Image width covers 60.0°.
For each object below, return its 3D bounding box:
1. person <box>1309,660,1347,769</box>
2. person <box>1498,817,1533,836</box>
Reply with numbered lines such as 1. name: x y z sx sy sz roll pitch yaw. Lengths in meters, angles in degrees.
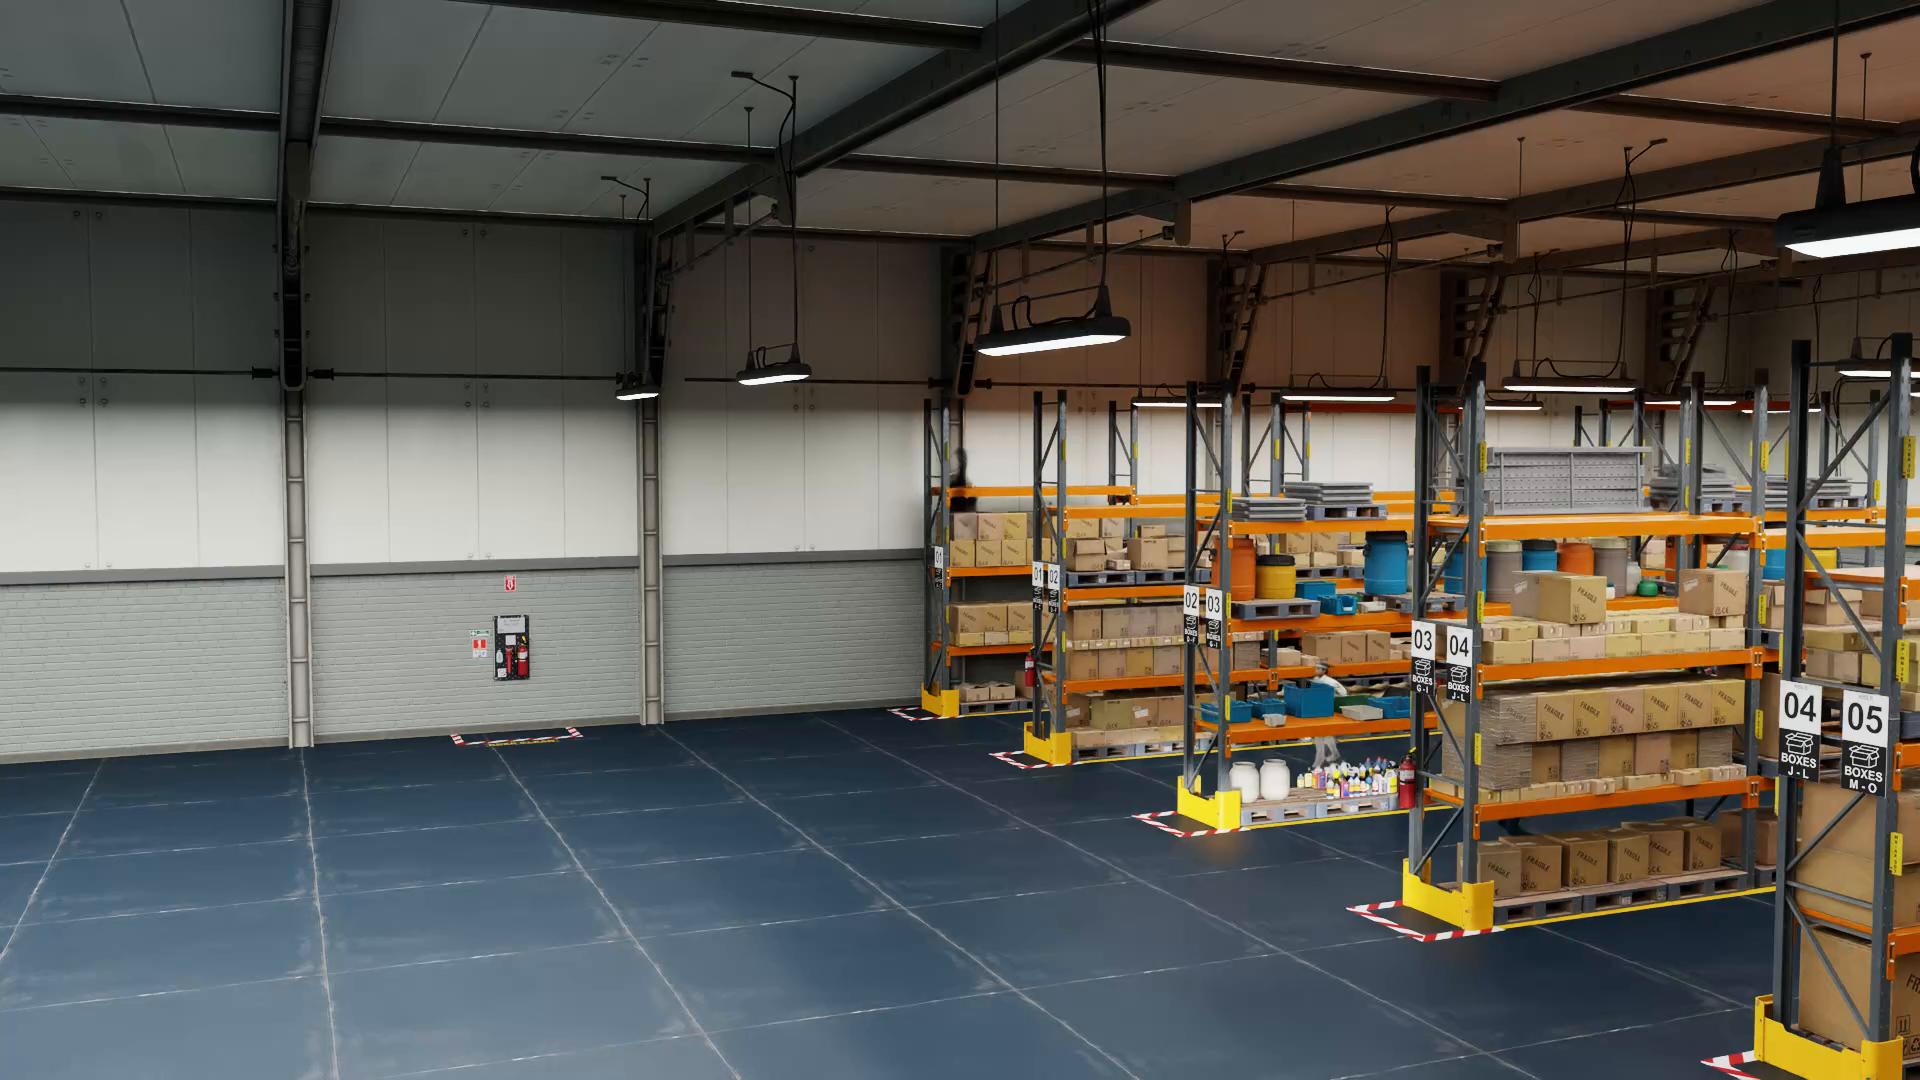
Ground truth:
1. person: 5.777 2.767 26.460 0.810 1.738 0.593 -2 4 -29
2. person: 6.824 3.201 20.364 0.582 1.506 0.660 0 3 3
